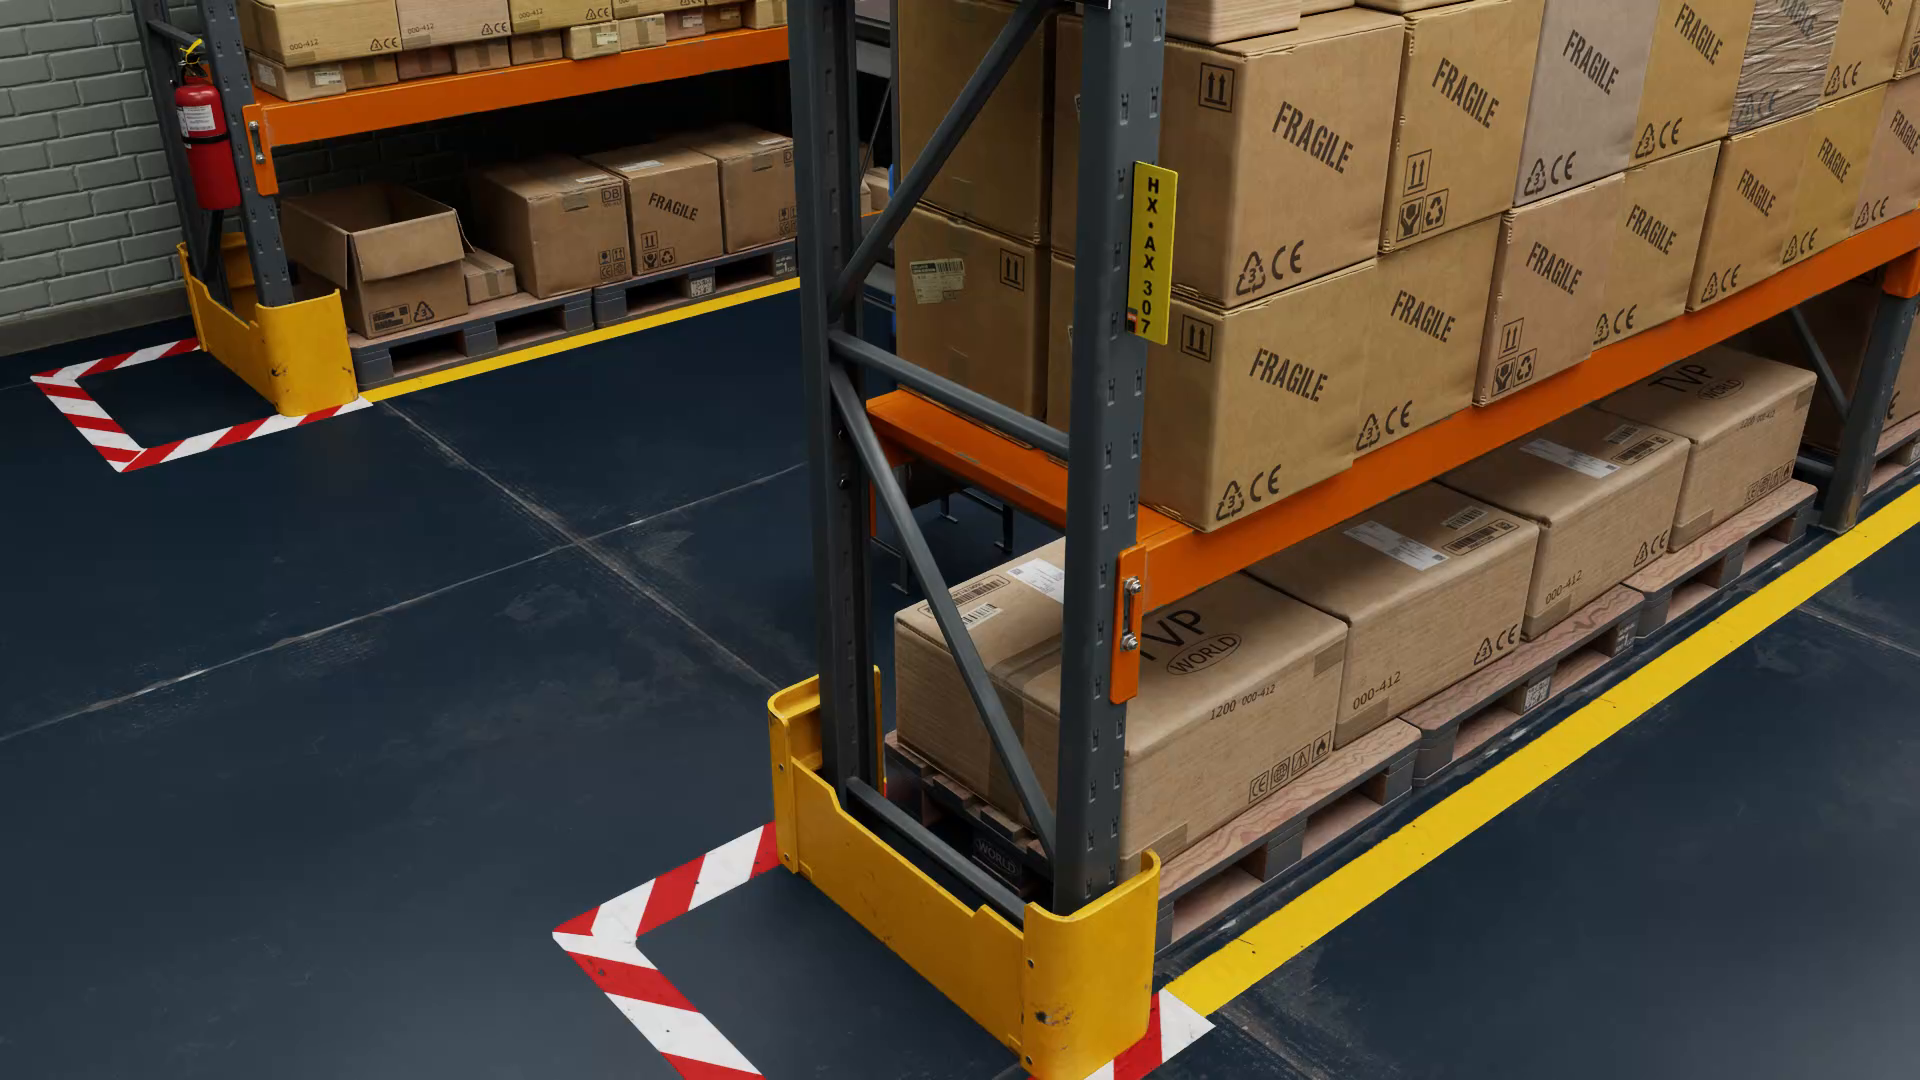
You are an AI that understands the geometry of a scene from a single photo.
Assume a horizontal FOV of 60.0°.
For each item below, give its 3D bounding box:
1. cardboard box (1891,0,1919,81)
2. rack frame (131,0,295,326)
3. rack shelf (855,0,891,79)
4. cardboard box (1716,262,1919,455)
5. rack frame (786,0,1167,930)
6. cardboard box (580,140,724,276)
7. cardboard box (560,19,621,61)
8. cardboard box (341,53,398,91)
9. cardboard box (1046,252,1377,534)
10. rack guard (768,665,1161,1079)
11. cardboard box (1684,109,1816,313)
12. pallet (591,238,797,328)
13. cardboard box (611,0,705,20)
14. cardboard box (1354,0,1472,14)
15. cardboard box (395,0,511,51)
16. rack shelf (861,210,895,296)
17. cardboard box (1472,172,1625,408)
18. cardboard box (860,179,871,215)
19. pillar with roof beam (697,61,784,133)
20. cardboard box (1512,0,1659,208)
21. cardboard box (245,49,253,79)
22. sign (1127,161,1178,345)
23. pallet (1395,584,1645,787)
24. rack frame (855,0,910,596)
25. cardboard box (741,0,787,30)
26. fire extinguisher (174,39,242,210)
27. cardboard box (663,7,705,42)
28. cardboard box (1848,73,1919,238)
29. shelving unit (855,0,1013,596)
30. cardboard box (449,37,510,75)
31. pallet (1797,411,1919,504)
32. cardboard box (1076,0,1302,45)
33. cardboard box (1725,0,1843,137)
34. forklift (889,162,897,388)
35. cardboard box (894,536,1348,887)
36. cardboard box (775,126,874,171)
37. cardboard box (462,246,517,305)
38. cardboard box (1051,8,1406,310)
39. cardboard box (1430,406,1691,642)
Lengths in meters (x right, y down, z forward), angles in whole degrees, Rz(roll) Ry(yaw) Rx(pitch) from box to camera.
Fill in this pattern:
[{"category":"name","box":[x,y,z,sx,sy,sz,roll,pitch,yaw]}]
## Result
[{"category":"cardboard box","box":[2.858,-1.772,5.216,0.500,0.500,0.500,-22,35,-35]},{"category":"rack frame","box":[-3.230,-2.085,6.969,0.127,3.000,1.000,-22,35,-35]},{"category":"rack shelf","box":[-0.126,-1.481,5.337,0.480,0.518,0.431,-22,35,-35]},{"category":"cardboard box","box":[3.457,-0.996,6.741,0.875,0.875,0.875,-21,34,-33]},{"category":"rack frame","box":[-0.006,-0.306,3.640,0.127,3.000,1.000,-22,35,-35]},{"category":"cardboard box","box":[-1.561,-1.694,8.444,0.500,0.500,0.500,-21,35,-34]},{"category":"cardboard box","box":[-1.790,-2.352,7.736,0.250,0.149,0.380,-23,36,-36]},{"category":"cardboard box","box":[-2.639,-2.071,7.209,0.250,0.149,0.380,-21,35,-34]},{"category":"cardboard box","box":[0.546,-0.394,3.699,0.500,0.500,0.500,-22,35,-35]},{"category":"rack guard","box":[-0.024,0.804,4.216,0.348,0.500,1.175,-22,35,-35]},{"category":"cardboard box","box":[2.090,-1.022,4.874,0.500,0.500,0.500,-23,35,-36]},{"category":"pallet","box":[-1.639,-1.494,8.821,1.213,0.211,1.003,-22,35,-35]},{"category":"cardboard box","box":[-1.568,-2.667,7.901,0.500,0.250,0.500,-23,36,-36]},{"category":"cardboard box","box":[0.869,-1.231,3.515,0.250,0.149,0.380,-21,34,-33]},{"category":"cardboard box","box":[-2.327,-2.346,7.302,0.500,0.250,0.500,-21,35,-34]},{"category":"rack shelf","box":[-0.126,-0.863,5.667,0.480,0.518,0.431,-22,35,-35]},{"category":"cardboard box","box":[1.311,-0.708,4.286,0.500,0.500,0.500,-22,35,-35]},{"category":"cardboard box","box":[-0.692,-1.903,9.083,0.258,0.266,0.396,-20,34,-33]},{"category":"pillar with roof beam","box":[1.492,-4.521,5.162,0.400,9.000,9.100,-22,35,-35]},{"category":"cardboard box","box":[1.319,-1.157,4.065,0.500,0.500,0.500,-22,35,-35]},{"category":"cardboard box","box":[-3.152,-2.172,7.398,0.250,0.149,0.380,-22,35,-35]},{"category":"sign","box":[0.350,-0.522,3.042,0.005,0.325,0.100,-22,35,-35]},{"category":"pallet","box":[1.479,0.280,5.503,1.213,0.211,1.003,-22,35,-35]},{"category":"rack frame","box":[-0.312,-0.801,5.521,0.015,2.100,0.400,-22,35,-35]},{"category":"cardboard box","box":[-1.025,-2.675,8.340,0.250,0.149,0.380,-22,35,-36]},{"category":"fire extinguisher","box":[-3.042,-1.676,6.680,0.183,0.674,0.296,-22,35,-35]},{"category":"cardboard box","box":[-1.451,-2.544,8.094,0.250,0.149,0.380,-22,35,-35]},{"category":"cardboard box","box":[2.850,-1.340,5.470,0.500,0.500,0.500,-22,35,-34]},{"category":"shelving unit","box":[-0.126,-0.875,5.660,0.503,2.100,0.431,-22,35,-35]},{"category":"cardboard box","box":[-2.229,-2.219,7.486,0.250,0.149,0.380,-21,34,-33]},{"category":"pallet","box":[3.575,-0.563,7.080,1.213,0.211,1.003,-22,35,-35]},{"category":"cardboard box","box":[0.444,-1.087,3.246,0.250,0.149,0.380,-21,35,-34]},{"category":"cardboard box","box":[2.085,-1.460,4.633,0.500,0.500,0.500,-21,35,-34]},{"category":"forklift","box":[0.547,-2.530,7.874,1.130,2.935,3.031,7,29,13]},{"category":"cardboard box","box":[0.432,0.401,4.590,0.875,0.438,0.875,-23,36,-37]},{"category":"cardboard box","box":[-0.843,-2.190,9.574,0.500,0.311,0.500,-20,34,-33]},{"category":"cardboard box","box":[-2.355,-1.282,8.045,0.250,0.149,0.380,-24,36,-37]},{"category":"cardboard box","box":[0.544,-0.836,3.465,0.500,0.500,0.500,-23,36,-36]},{"category":"cardboard box","box":[1.809,-0.157,5.635,0.875,0.438,0.875,-23,36,-36]}]
